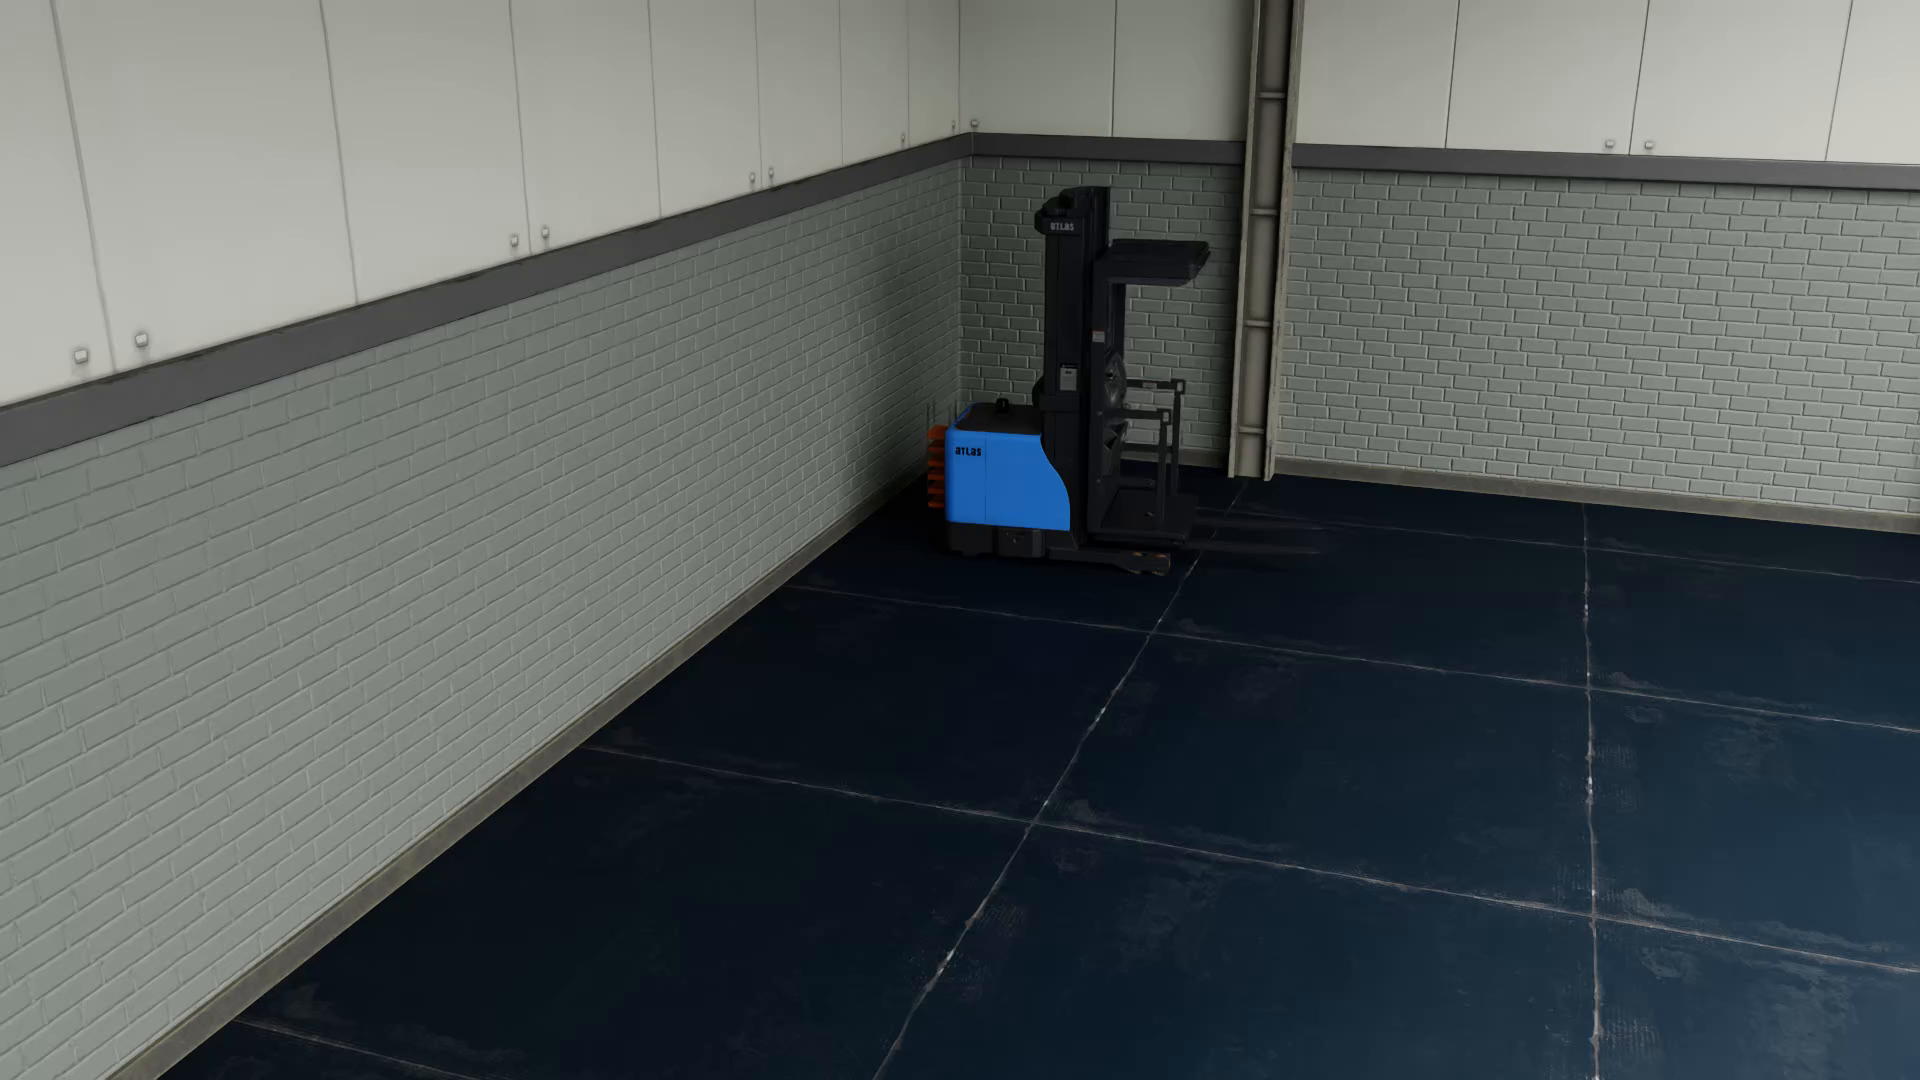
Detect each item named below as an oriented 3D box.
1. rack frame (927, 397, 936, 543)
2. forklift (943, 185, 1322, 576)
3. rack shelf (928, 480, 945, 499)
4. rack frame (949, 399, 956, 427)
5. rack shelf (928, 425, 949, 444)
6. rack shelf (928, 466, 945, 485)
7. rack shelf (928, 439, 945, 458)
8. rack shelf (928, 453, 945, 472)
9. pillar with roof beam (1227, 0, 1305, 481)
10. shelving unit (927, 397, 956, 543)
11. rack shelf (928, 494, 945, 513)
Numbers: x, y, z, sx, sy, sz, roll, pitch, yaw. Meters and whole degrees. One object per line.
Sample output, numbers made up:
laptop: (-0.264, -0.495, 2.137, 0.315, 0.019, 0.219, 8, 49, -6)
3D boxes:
rack frame: (-0.240, -0.584, 13.928, 0.006, 1.200, 0.240, 4, 20, 13)
forklift: (1.436, -1.293, 13.332, 3.031, 2.935, 1.130, 4, 20, 13)
rack shelf: (-0.151, -0.422, 13.962, 0.180, 0.103, 0.258, 4, 20, 13)
rack frame: (-0.062, -0.570, 13.888, 0.006, 1.200, 0.240, 4, 20, 13)
rack shelf: (-0.151, -0.875, 13.804, 0.180, 0.103, 0.258, 4, 20, 13)
rack shelf: (-0.151, -0.535, 13.923, 0.180, 0.103, 0.258, 4, 20, 13)
rack shelf: (-0.151, -0.761, 13.844, 0.180, 0.103, 0.258, 4, 20, 13)
rack shelf: (-0.151, -0.648, 13.883, 0.180, 0.103, 0.258, 4, 20, 13)
pillar with roof beam: (1.363, -3.534, 10.545, 0.400, 9.000, 9.100, 7, 20, 18)
shelving unit: (-0.151, -0.577, 13.908, 0.189, 1.200, 0.258, 4, 20, 13)
rack shelf: (-0.151, -0.308, 14.002, 0.180, 0.103, 0.258, 4, 20, 13)
